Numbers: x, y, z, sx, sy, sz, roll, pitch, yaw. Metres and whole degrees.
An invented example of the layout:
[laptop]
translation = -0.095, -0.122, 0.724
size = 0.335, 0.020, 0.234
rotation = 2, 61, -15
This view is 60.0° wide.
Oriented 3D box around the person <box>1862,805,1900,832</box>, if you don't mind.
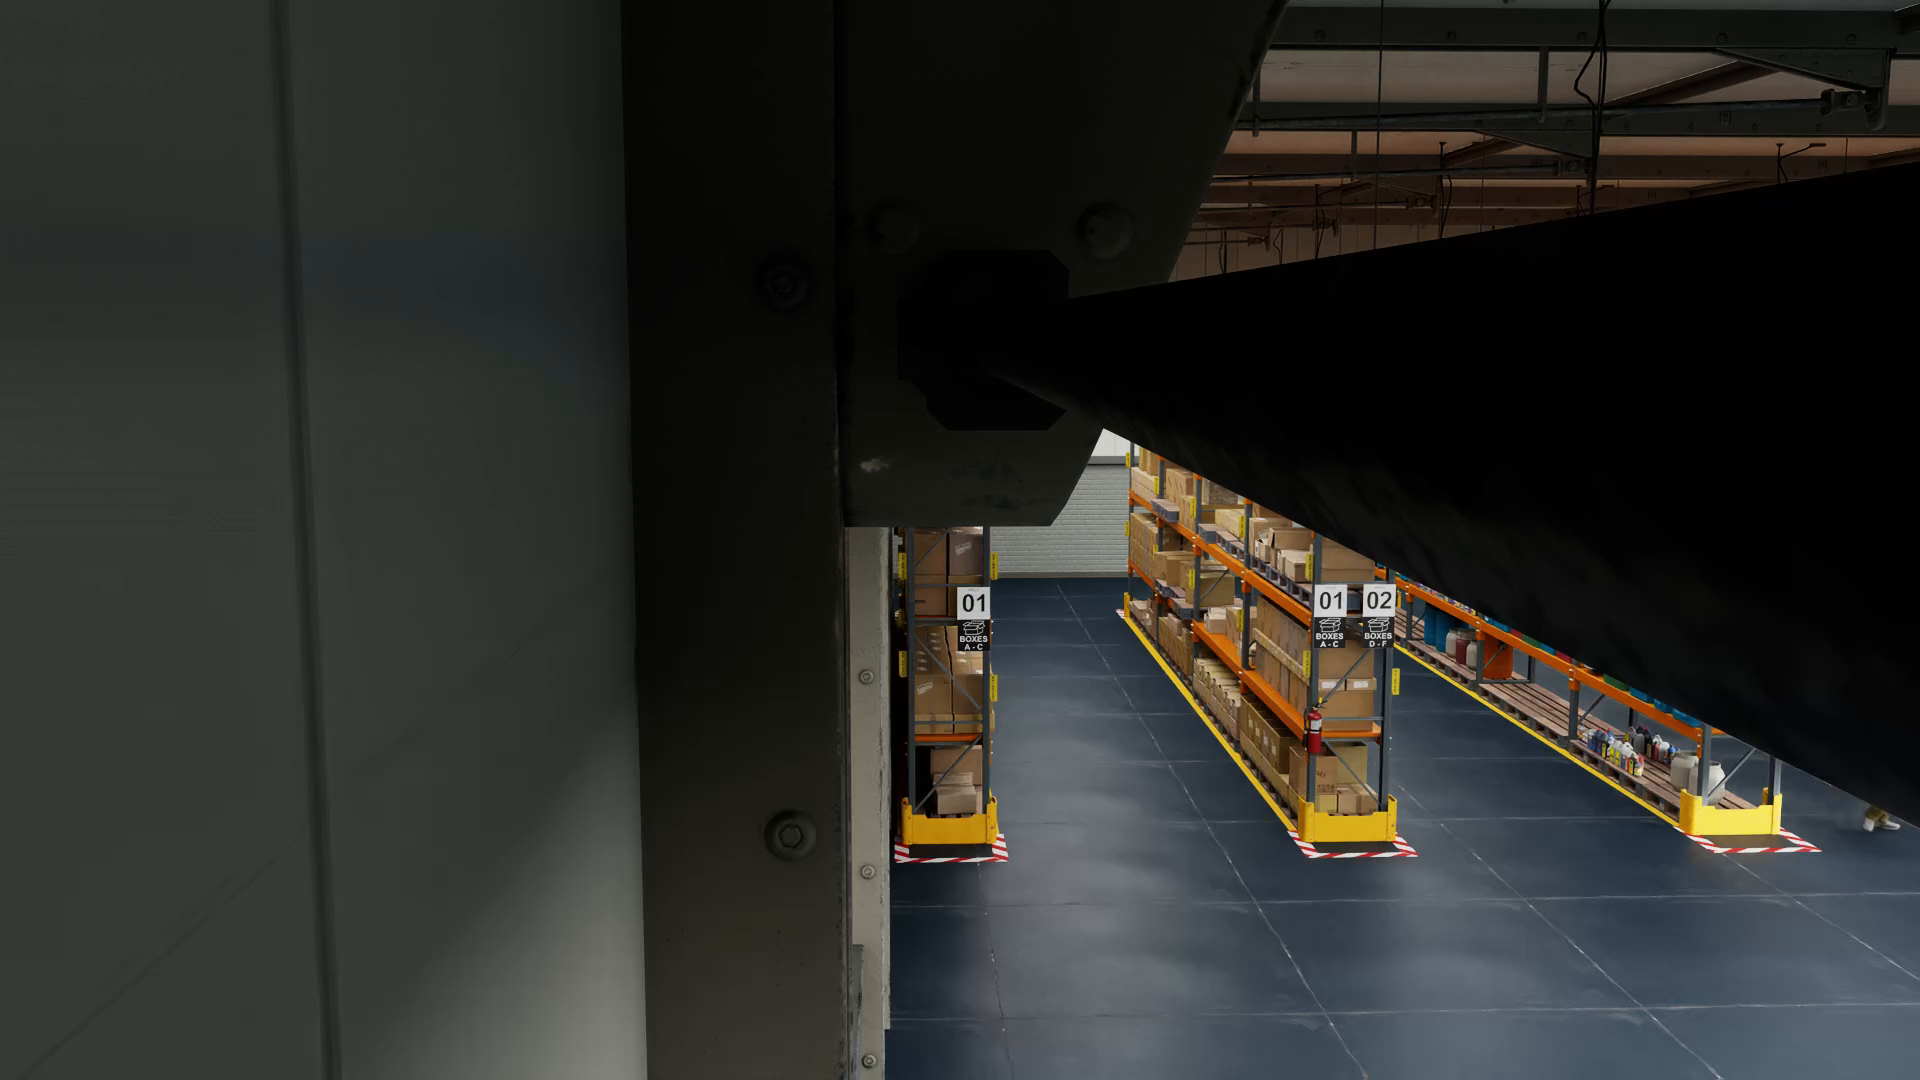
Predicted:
[person]
translation = 11.742, 2.800, 20.852
size = 0.820, 1.745, 0.626
rotation = -7, 10, -44
